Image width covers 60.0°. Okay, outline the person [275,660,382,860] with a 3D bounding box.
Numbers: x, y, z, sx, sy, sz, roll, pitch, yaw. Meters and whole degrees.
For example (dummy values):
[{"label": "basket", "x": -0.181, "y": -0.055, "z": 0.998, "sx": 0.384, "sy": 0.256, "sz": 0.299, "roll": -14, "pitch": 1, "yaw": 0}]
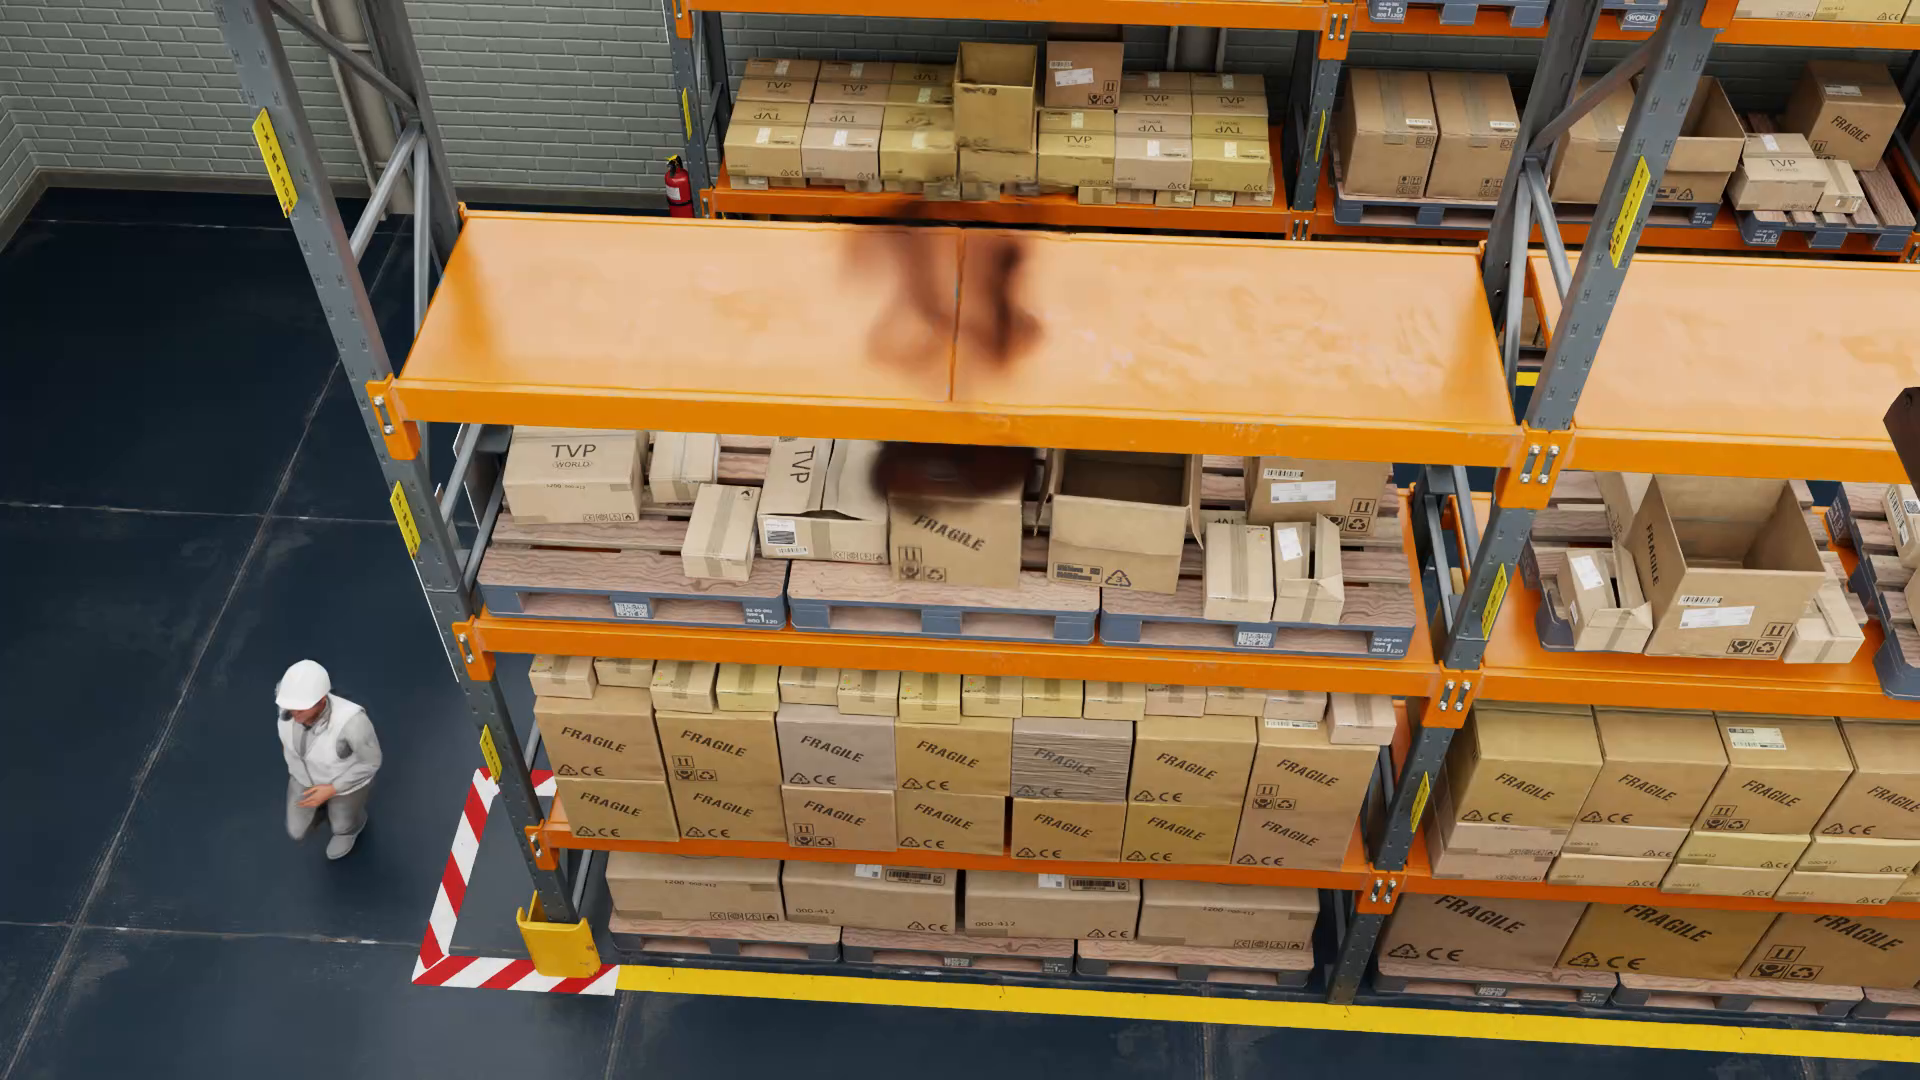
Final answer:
[{"label": "person", "x": -3.254, "y": 1.185, "z": 8.522, "sx": 0.746, "sy": 1.710, "sz": 0.536, "roll": 11, "pitch": 49, "yaw": 10}]
